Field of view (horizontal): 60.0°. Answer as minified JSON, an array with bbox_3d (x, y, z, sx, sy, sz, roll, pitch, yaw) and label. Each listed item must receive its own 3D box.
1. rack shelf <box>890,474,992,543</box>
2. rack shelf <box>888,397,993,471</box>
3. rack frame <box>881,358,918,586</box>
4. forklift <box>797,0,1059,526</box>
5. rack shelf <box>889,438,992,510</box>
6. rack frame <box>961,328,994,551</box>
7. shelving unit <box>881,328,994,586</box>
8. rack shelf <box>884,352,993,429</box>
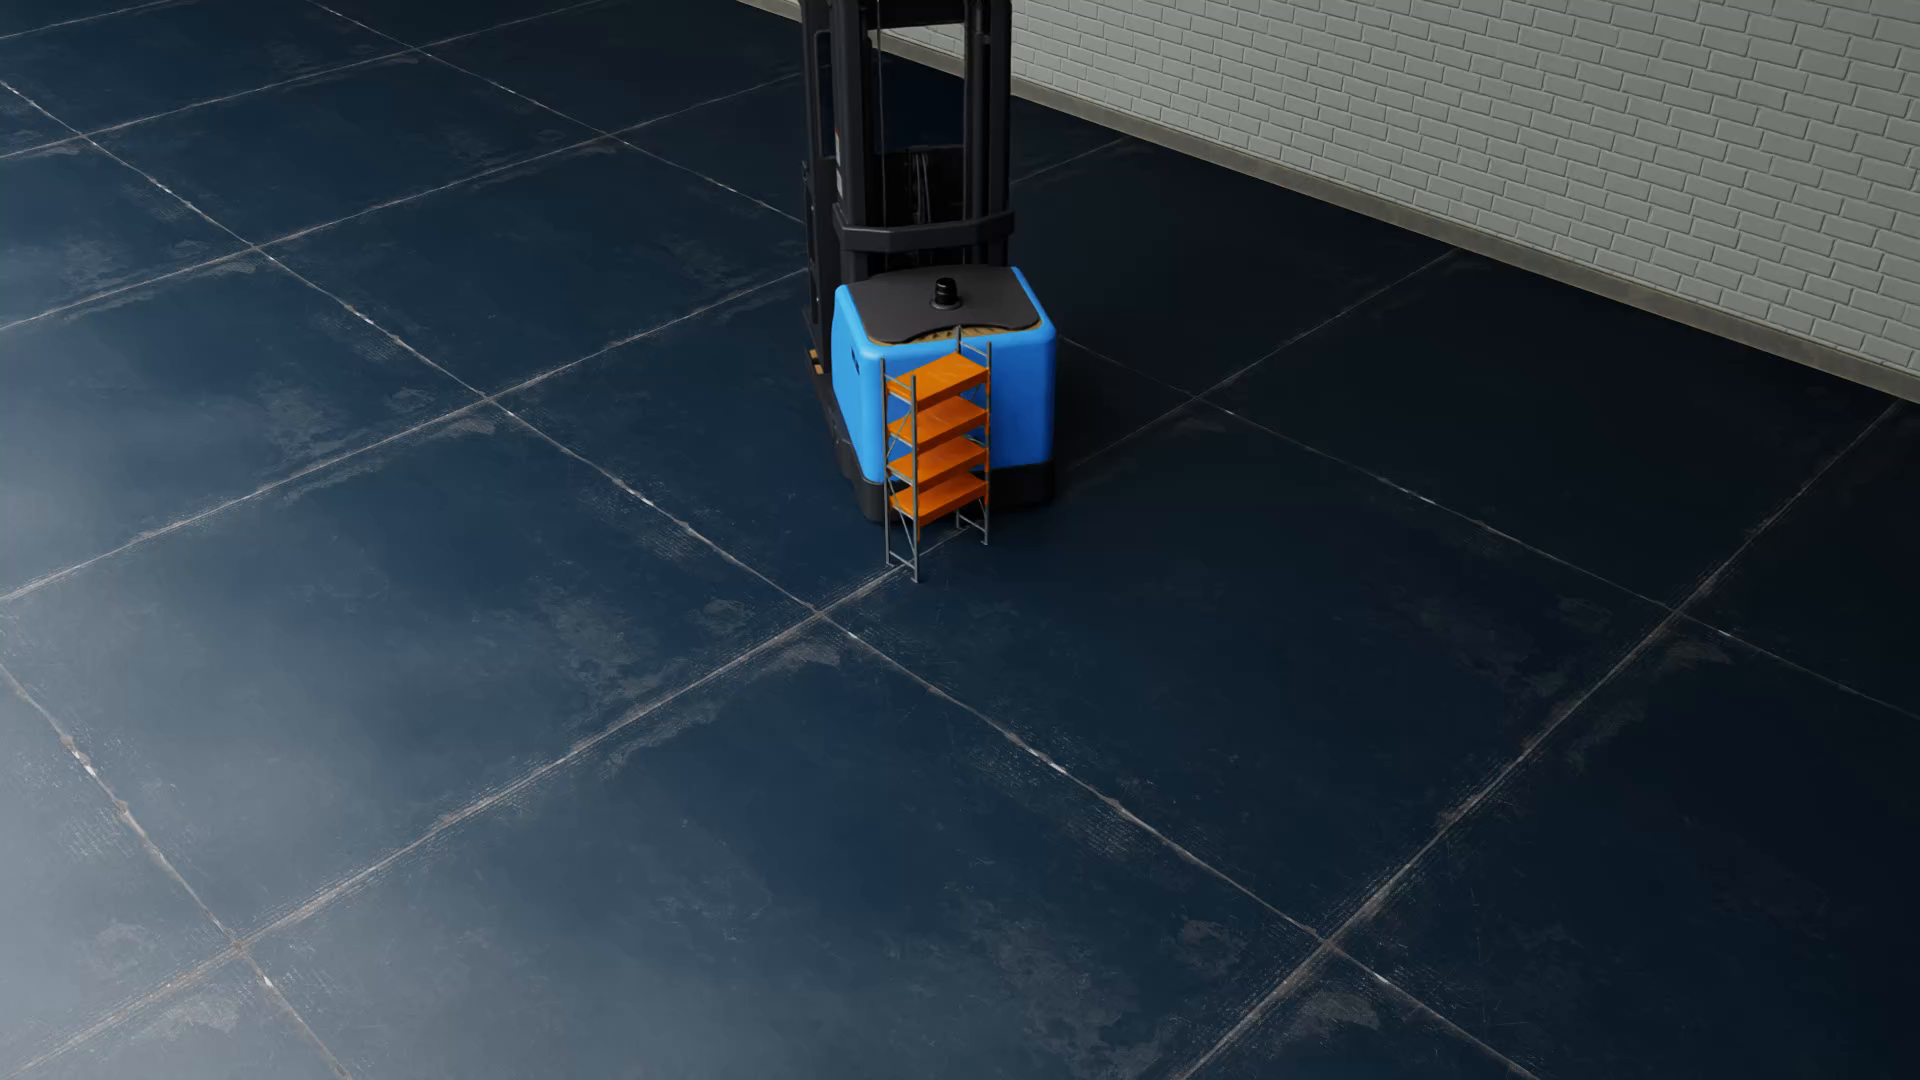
[{"bbox_3d":[-0.105,-0.186,8.423,0.480,0.148,0.258,-25,42,-31],"label":"rack shelf"},{"bbox_3d":[-0.105,-0.532,8.182,0.480,0.148,0.258,-25,42,-31],"label":"rack shelf"},{"bbox_3d":[-0.294,-0.316,8.145,0.015,1.200,0.240,-25,42,-31],"label":"rack frame"},{"bbox_3d":[-0.321,-2.117,9.214,1.130,2.935,3.031,-8,36,-11],"label":"forklift"},{"bbox_3d":[-0.105,-0.349,8.310,0.480,0.148,0.258,-25,42,-31],"label":"rack shelf"},{"bbox_3d":[0.084,-0.492,8.397,0.015,1.200,0.240,-25,42,-31],"label":"rack frame"},{"bbox_3d":[-0.105,-0.404,8.271,0.503,1.200,0.258,-25,42,-31],"label":"shelving unit"},{"bbox_3d":[-0.105,-0.726,8.046,0.480,0.148,0.258,-25,42,-31],"label":"rack shelf"}]
